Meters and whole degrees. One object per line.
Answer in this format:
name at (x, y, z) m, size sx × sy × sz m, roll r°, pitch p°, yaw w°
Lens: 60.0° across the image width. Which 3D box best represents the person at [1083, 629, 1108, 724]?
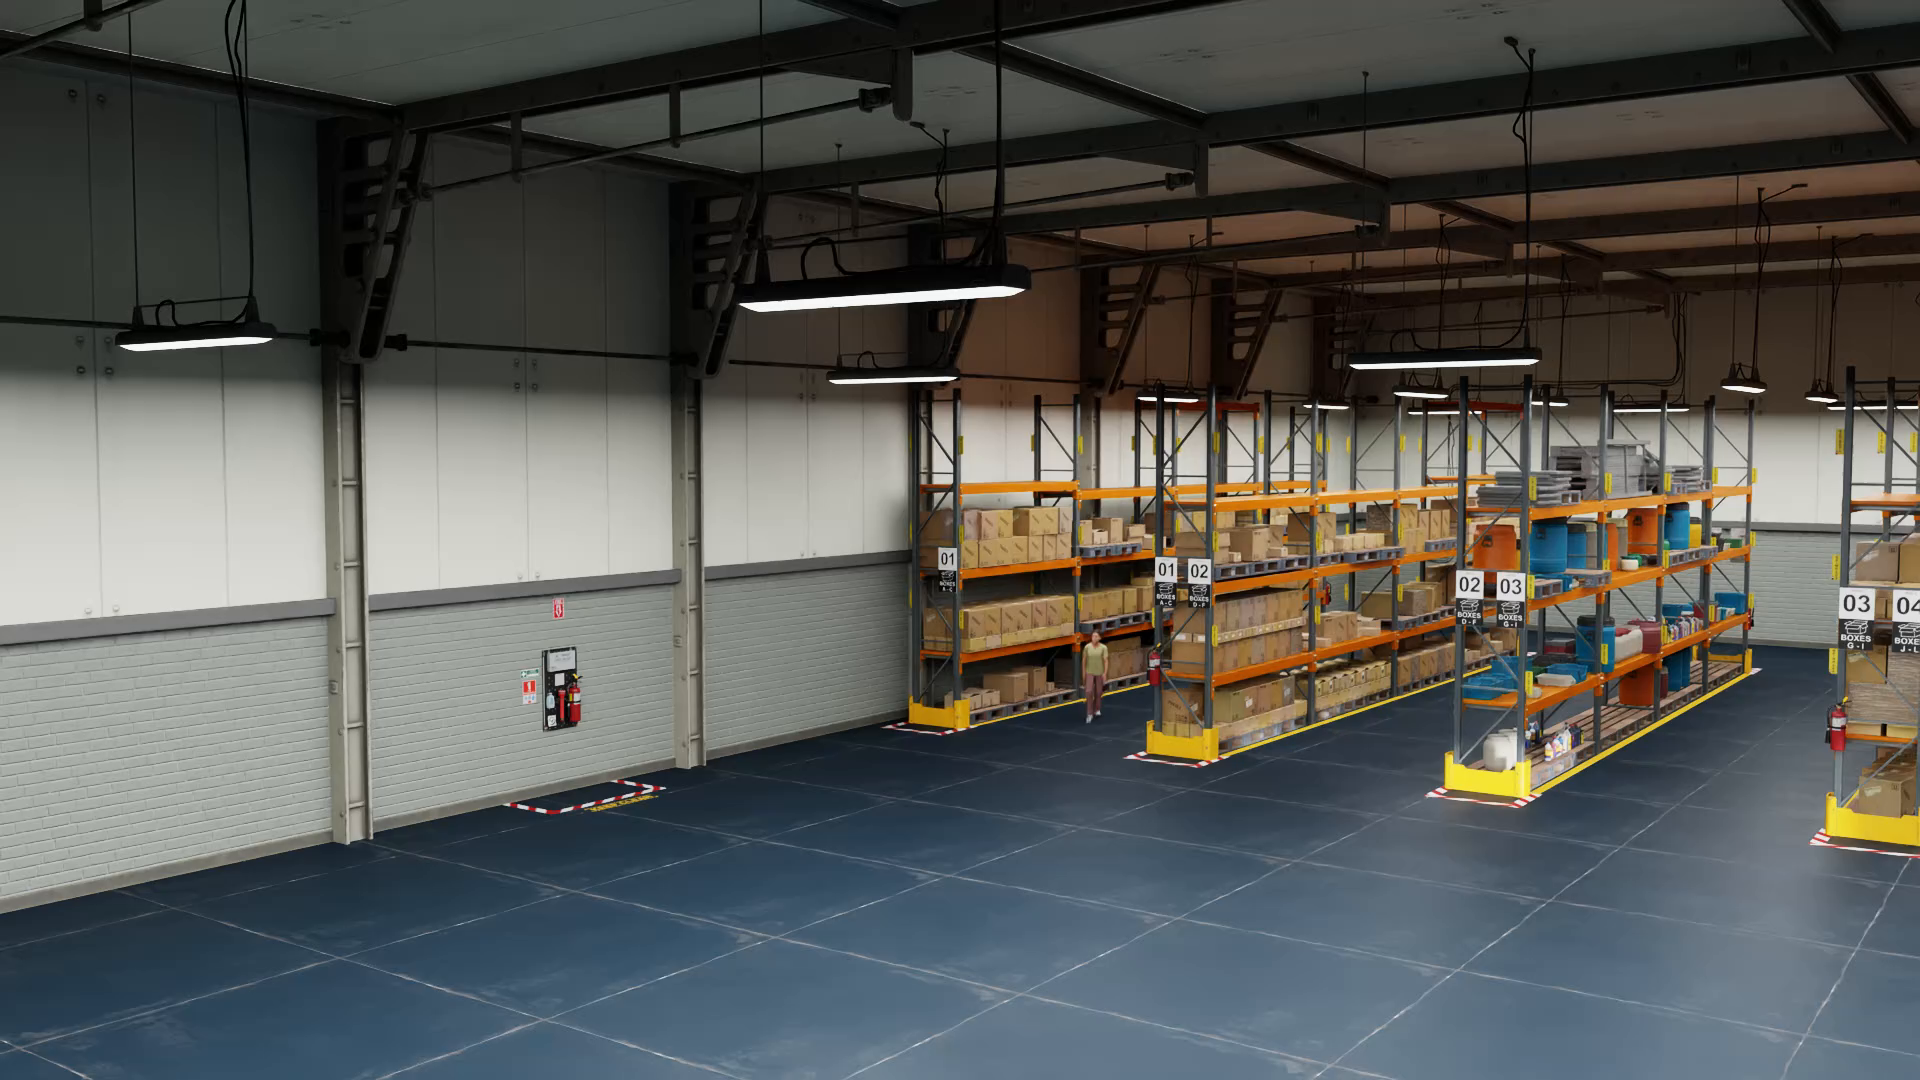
person at (2.468, 2.454, 30.287) m, size 0.468 × 1.659 × 0.932 m, roll 0°, pitch 3°, yaw 3°
